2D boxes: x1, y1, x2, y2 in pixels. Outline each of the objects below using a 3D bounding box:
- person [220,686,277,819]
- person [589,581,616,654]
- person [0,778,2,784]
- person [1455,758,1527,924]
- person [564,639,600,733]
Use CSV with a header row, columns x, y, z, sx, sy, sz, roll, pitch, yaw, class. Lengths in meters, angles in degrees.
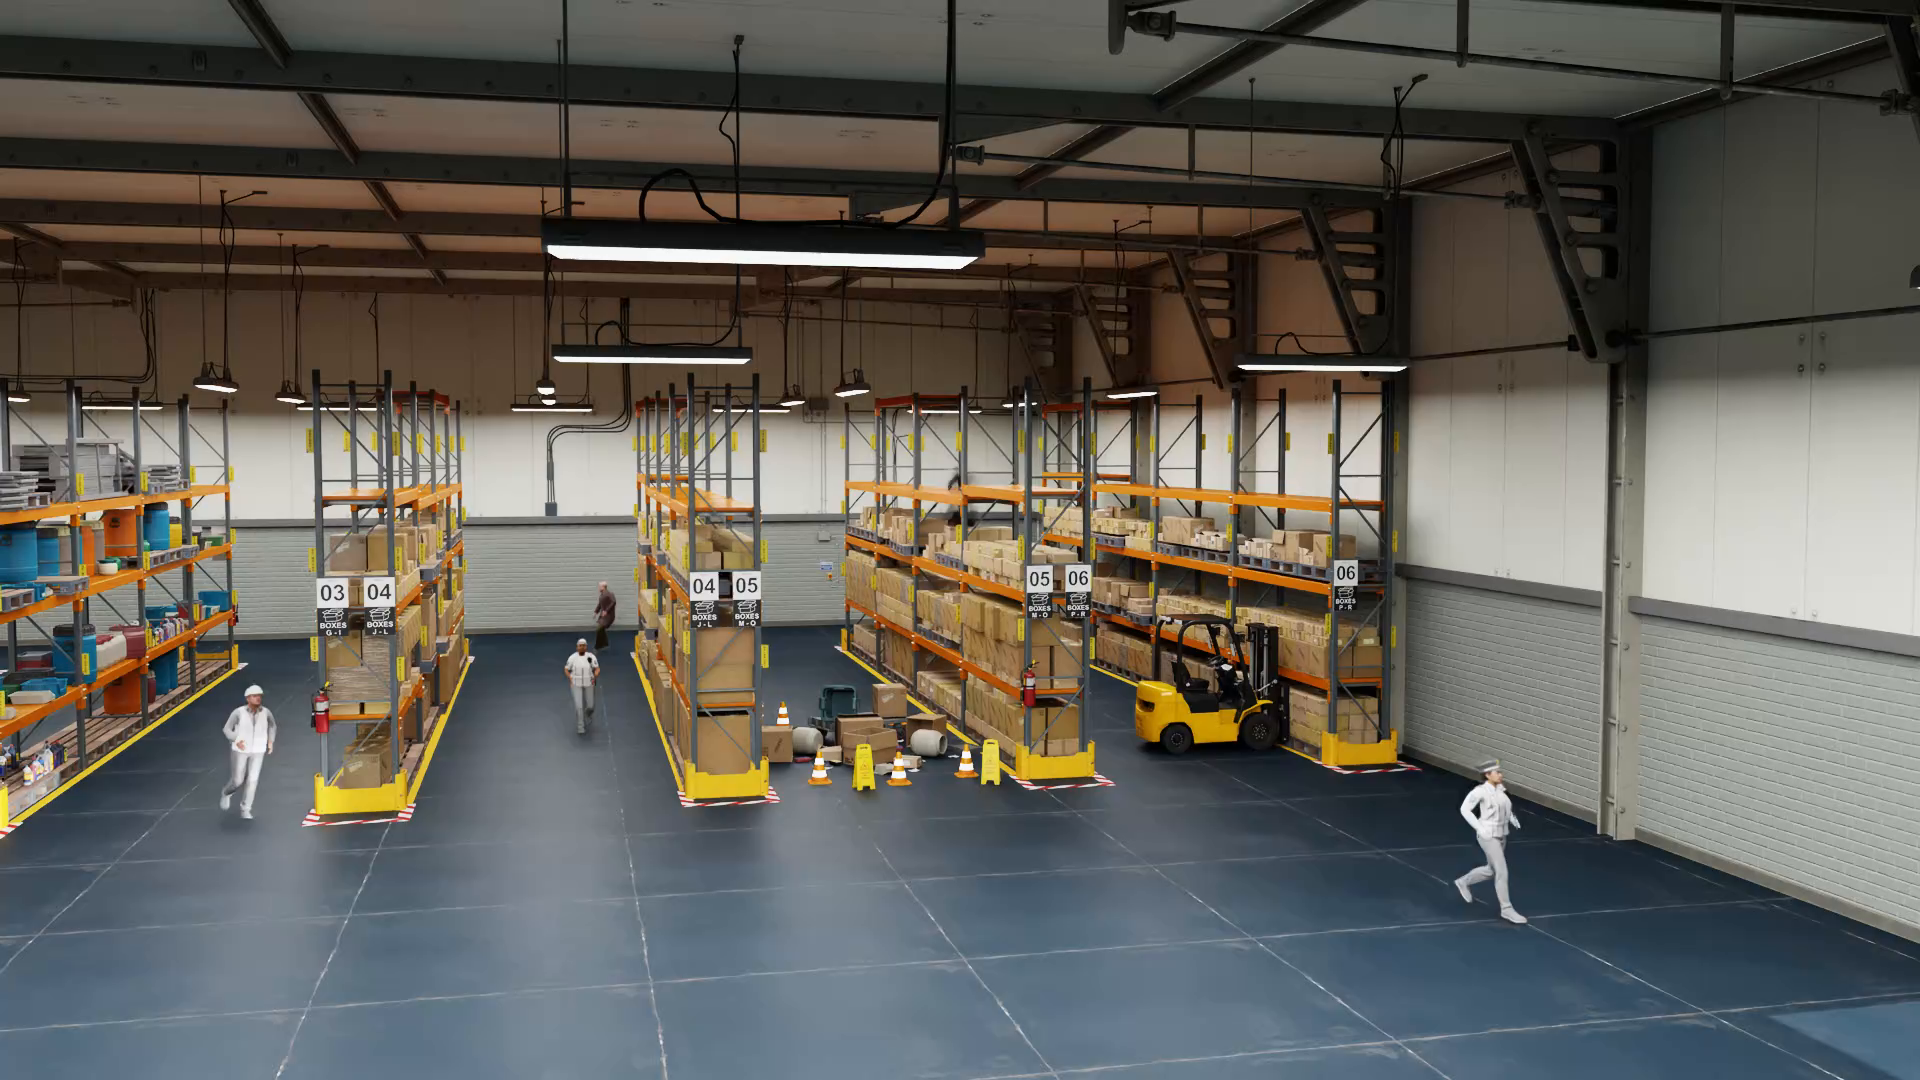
x,y,z,sx,sy,sz,roll,pitch,yaw,class
-9.564,2.833,22.444,0.707,1.742,0.768,-3,4,-38,person
-8.608,1.856,39.851,0.671,1.736,0.988,-2,4,-35,person
-11.654,3.043,19.619,0.810,1.727,0.534,1,3,19,person
5.605,3.131,17.552,0.627,1.683,0.863,-3,4,-42,person
-6.568,2.524,28.914,0.605,1.615,0.578,-1,3,-16,person
